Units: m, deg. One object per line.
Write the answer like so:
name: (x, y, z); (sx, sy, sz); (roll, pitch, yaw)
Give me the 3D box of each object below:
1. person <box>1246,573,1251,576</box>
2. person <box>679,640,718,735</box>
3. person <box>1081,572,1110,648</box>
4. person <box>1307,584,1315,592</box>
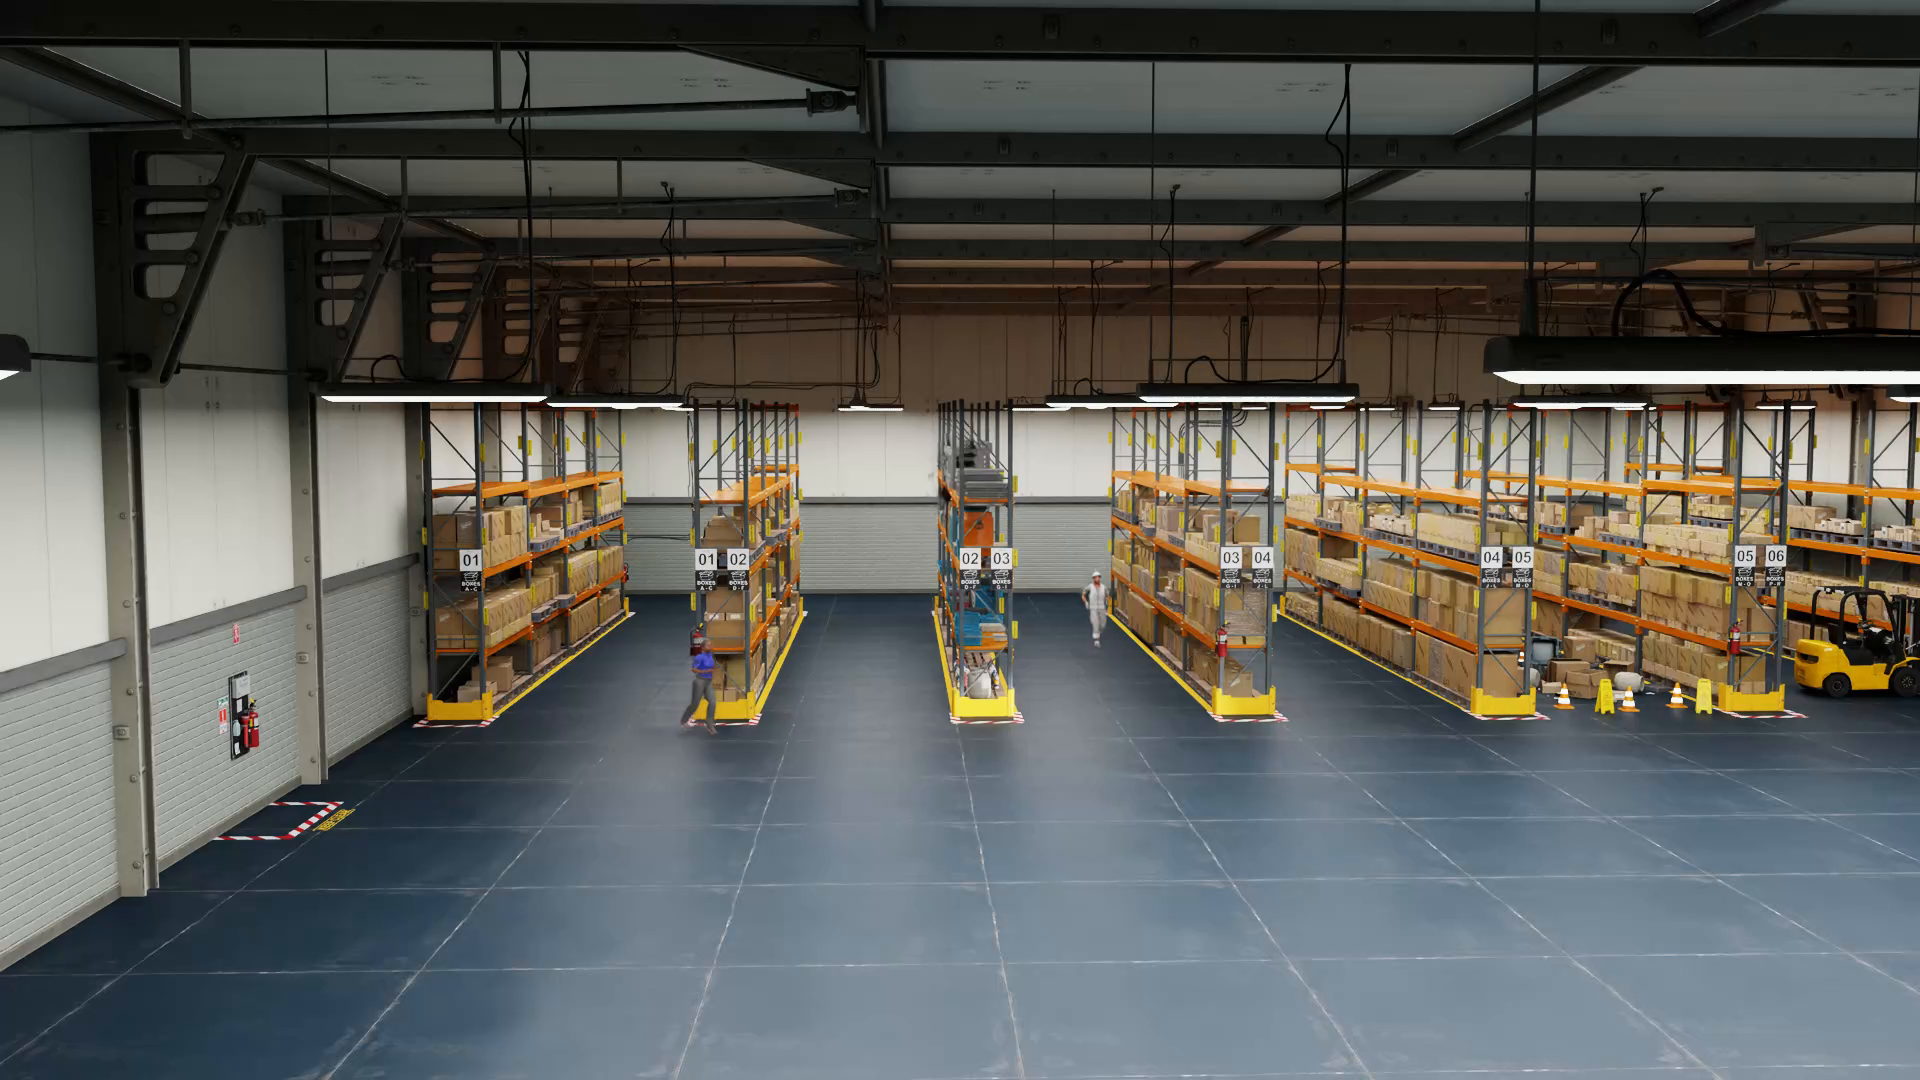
person: (7.996, 1.287, 47.494); (0.674, 1.654, 0.884); (2, 5, 20)
person: (-4.628, 2.635, 29.872); (0.812, 1.699, 0.587); (3, 5, 32)
person: (3.175, 1.624, 38.645); (0.663, 1.758, 0.711); (-1, 4, -11)
person: (10.456, 1.107, 48.991); (0.881, 1.798, 0.706); (0, 4, -2)
